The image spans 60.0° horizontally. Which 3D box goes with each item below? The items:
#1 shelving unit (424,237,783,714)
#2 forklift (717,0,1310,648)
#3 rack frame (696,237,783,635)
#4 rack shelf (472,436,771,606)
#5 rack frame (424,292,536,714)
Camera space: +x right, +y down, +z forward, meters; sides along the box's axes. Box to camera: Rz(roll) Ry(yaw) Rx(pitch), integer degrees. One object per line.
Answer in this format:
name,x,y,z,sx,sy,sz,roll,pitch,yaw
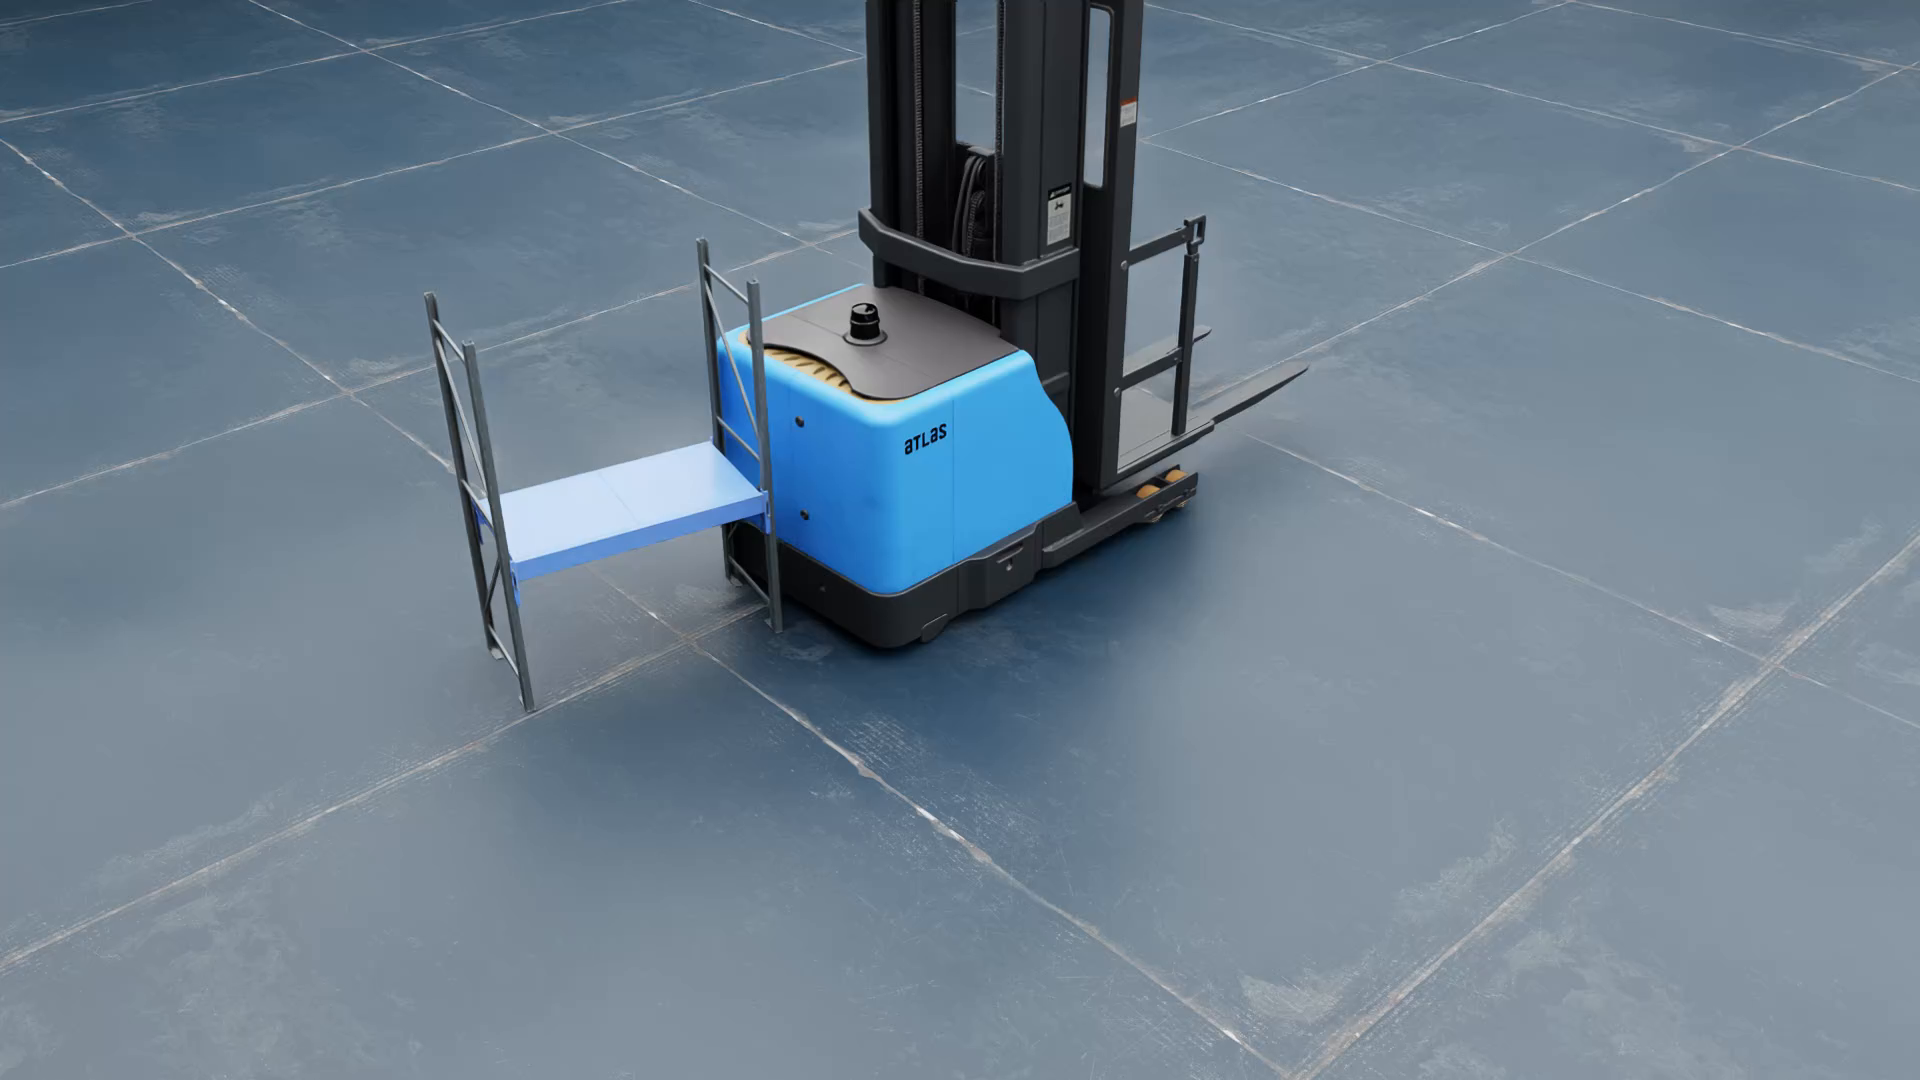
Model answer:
shelving unit,-1.285,-0.243,6.210,1.048,1.500,0.538,-17,35,-26
forklift,0.427,-1.498,6.891,3.031,2.935,1.130,-27,41,-37
rack frame,-0.847,-0.378,6.430,0.032,1.500,0.500,-17,35,-26
rack shelf,-1.285,-0.090,6.304,1.000,0.185,0.538,-17,35,-26
rack frame,-1.724,-0.109,5.990,0.032,1.500,0.500,-17,35,-26
